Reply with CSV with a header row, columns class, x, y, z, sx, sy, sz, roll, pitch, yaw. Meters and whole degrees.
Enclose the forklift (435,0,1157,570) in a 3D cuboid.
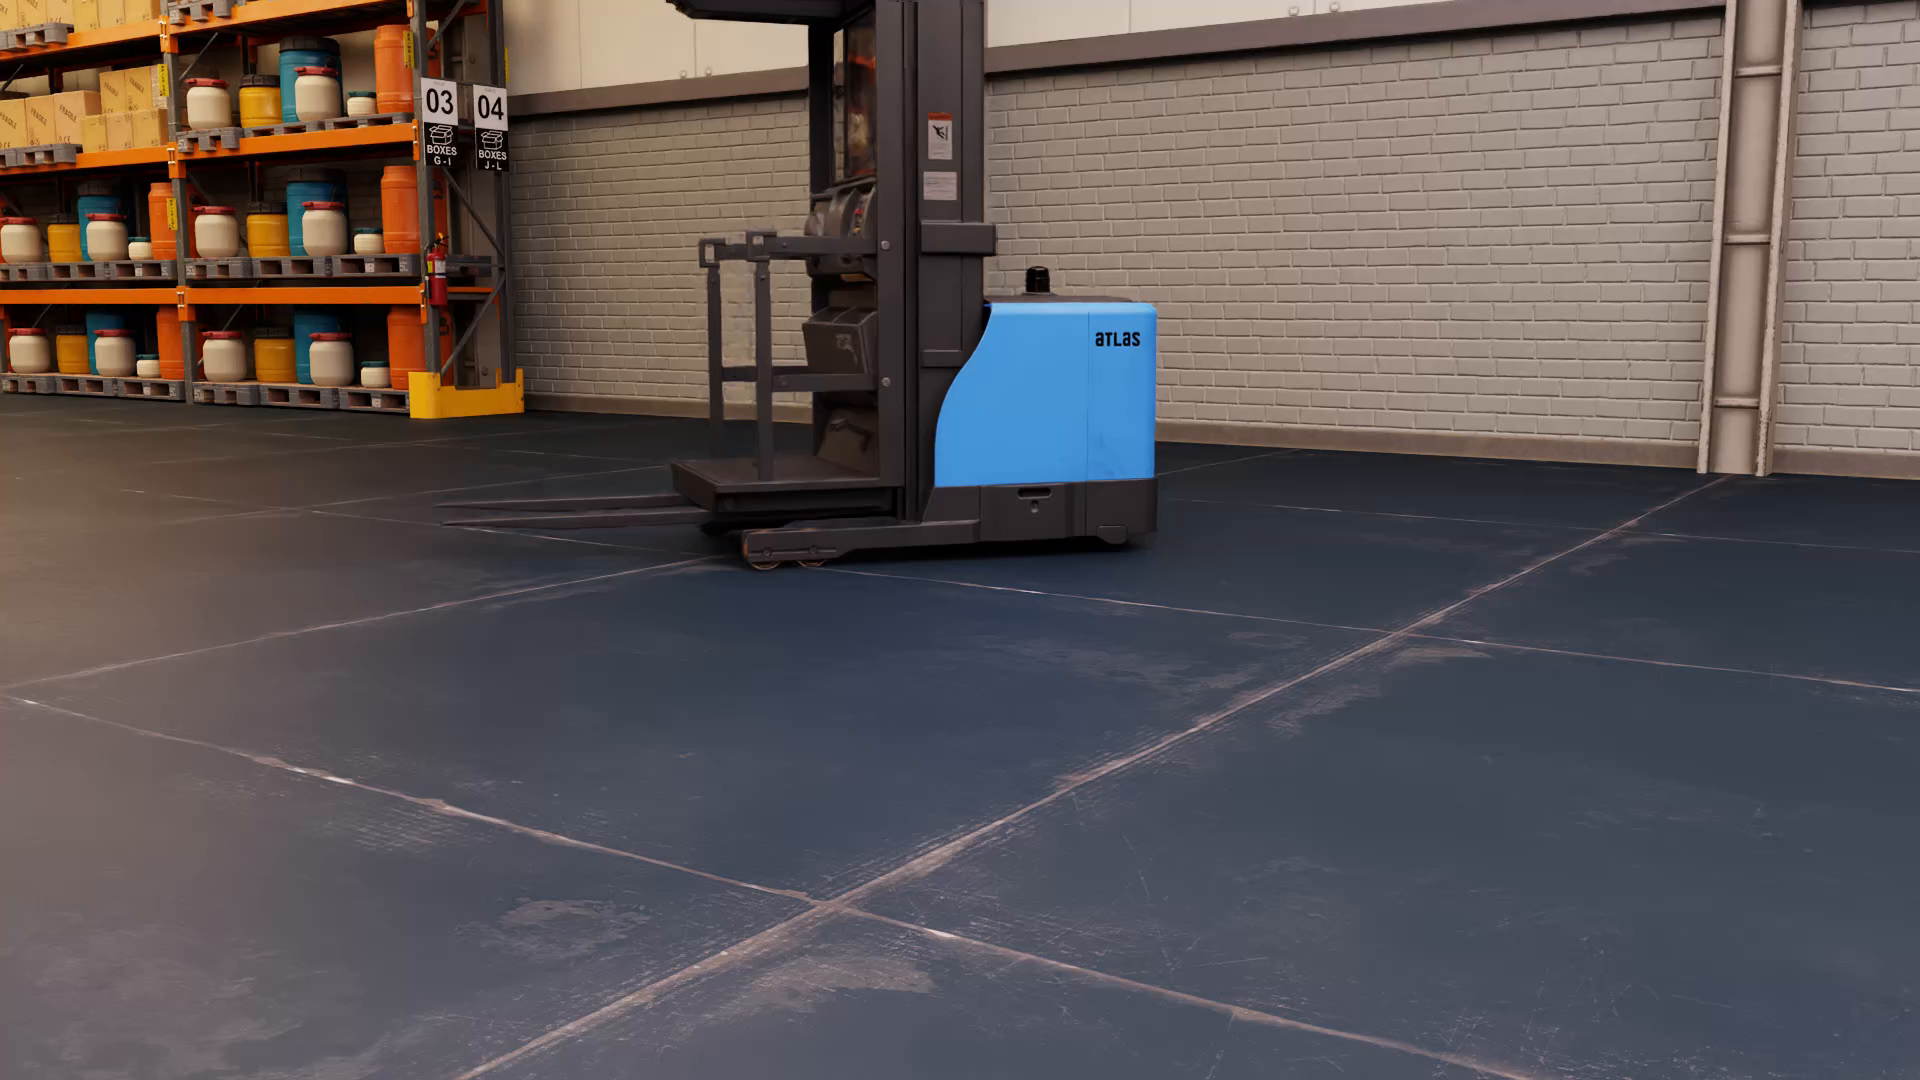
class,x,y,z,sx,sy,sz,roll,pitch,yaw
forklift,-0.702,-1.411,7.117,3.031,2.935,1.130,-3,9,-19
